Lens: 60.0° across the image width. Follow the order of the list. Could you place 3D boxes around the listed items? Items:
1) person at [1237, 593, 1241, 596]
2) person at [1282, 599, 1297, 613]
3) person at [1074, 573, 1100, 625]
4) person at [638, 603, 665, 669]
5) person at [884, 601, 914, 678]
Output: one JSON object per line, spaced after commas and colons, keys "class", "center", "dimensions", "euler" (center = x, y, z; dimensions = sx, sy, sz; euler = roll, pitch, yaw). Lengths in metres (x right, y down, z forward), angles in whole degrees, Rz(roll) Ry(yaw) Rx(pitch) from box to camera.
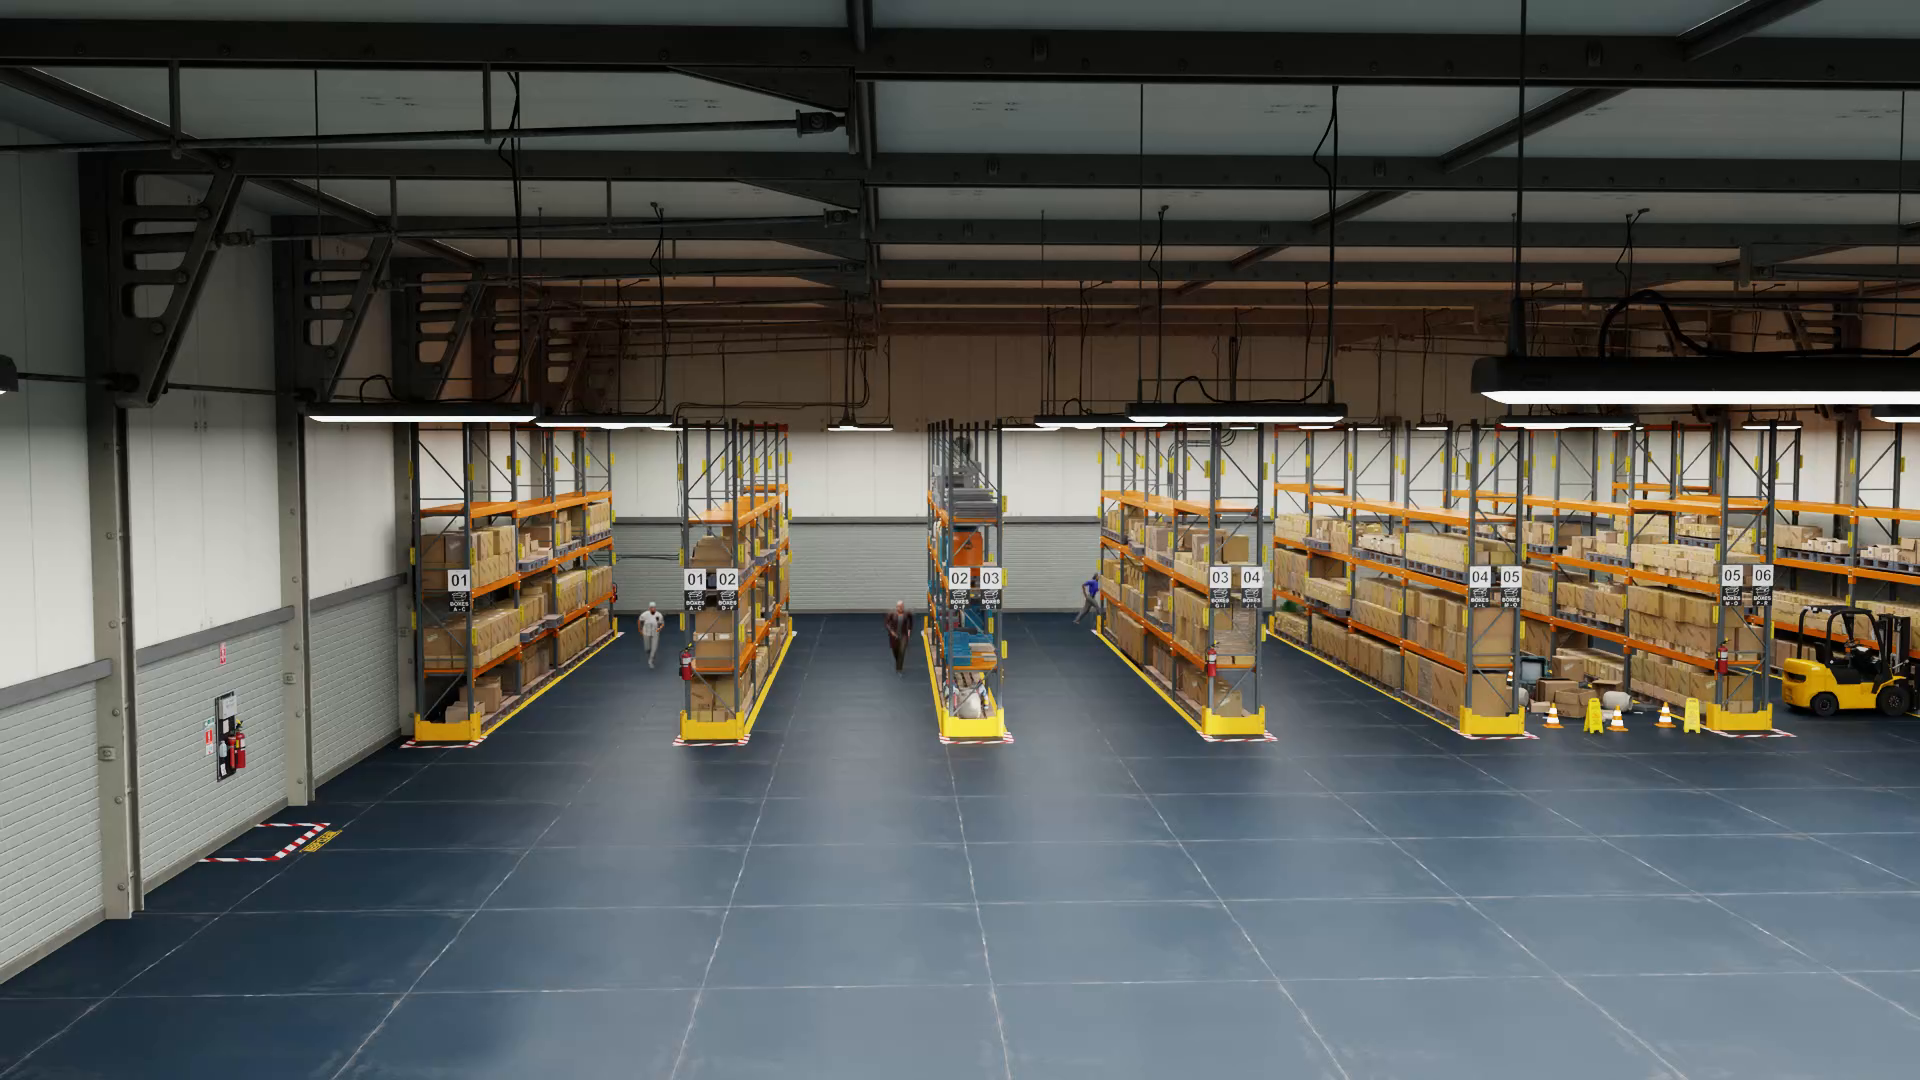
{"class": "person", "center": [8.346, 1.741, 48.526], "dimensions": [0.885, 1.745, 0.710], "euler": [-1, 4, -19]}
{"class": "person", "center": [9.739, 1.719, 48.957], "dimensions": [0.616, 1.733, 0.661], "euler": [-1, 4, -10]}
{"class": "person", "center": [3.810, 1.797, 48.984], "dimensions": [0.909, 1.648, 0.573], "euler": [1, 4, 18]}
{"class": "person", "center": [-7.554, 2.334, 40.688], "dimensions": [0.643, 1.625, 0.649], "euler": [-1, 4, -10]}
{"class": "person", "center": [-1.449, 2.326, 39.577], "dimensions": [0.713, 1.779, 1.157], "euler": [0, 4, -2]}
